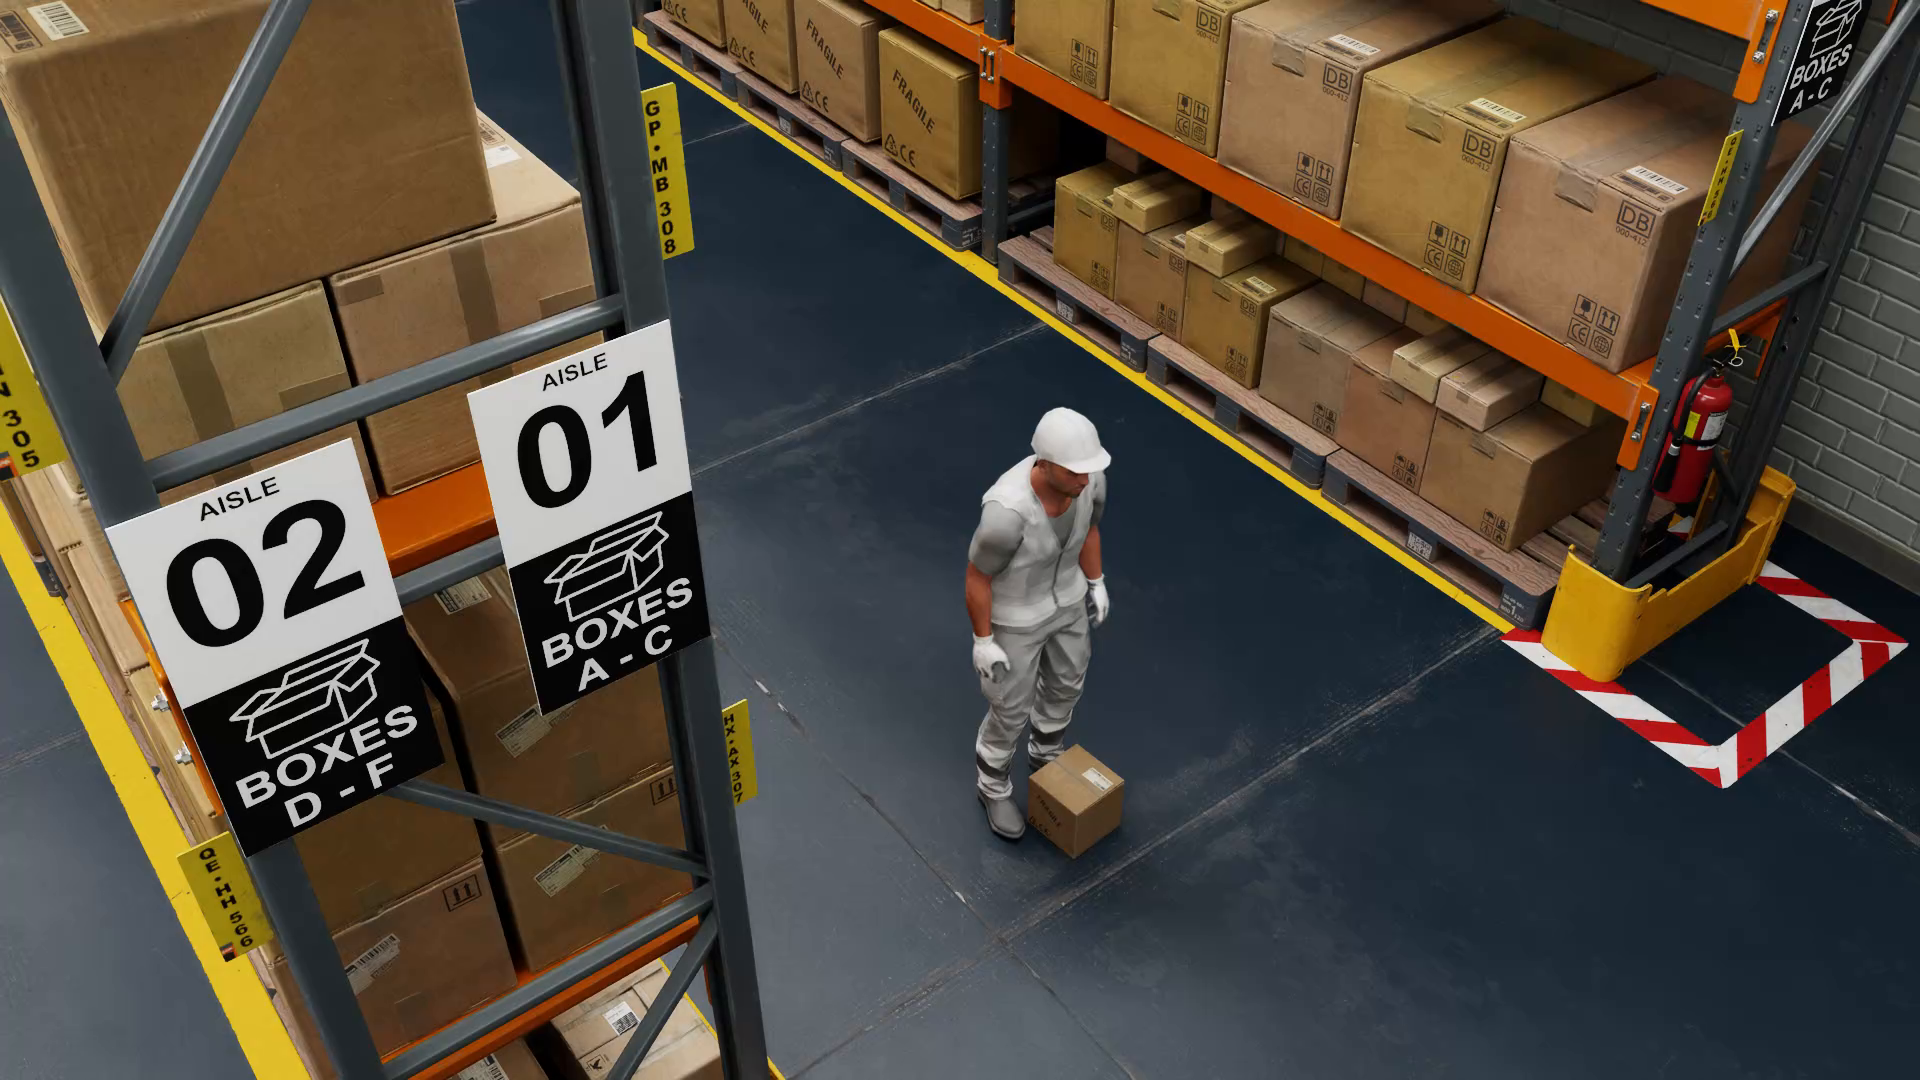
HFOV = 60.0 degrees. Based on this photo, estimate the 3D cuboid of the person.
[{"bbox_3d":[0.282,0.268,5.826,0.603,1.778,0.451,-27,47,-28],"label":"person"}]
